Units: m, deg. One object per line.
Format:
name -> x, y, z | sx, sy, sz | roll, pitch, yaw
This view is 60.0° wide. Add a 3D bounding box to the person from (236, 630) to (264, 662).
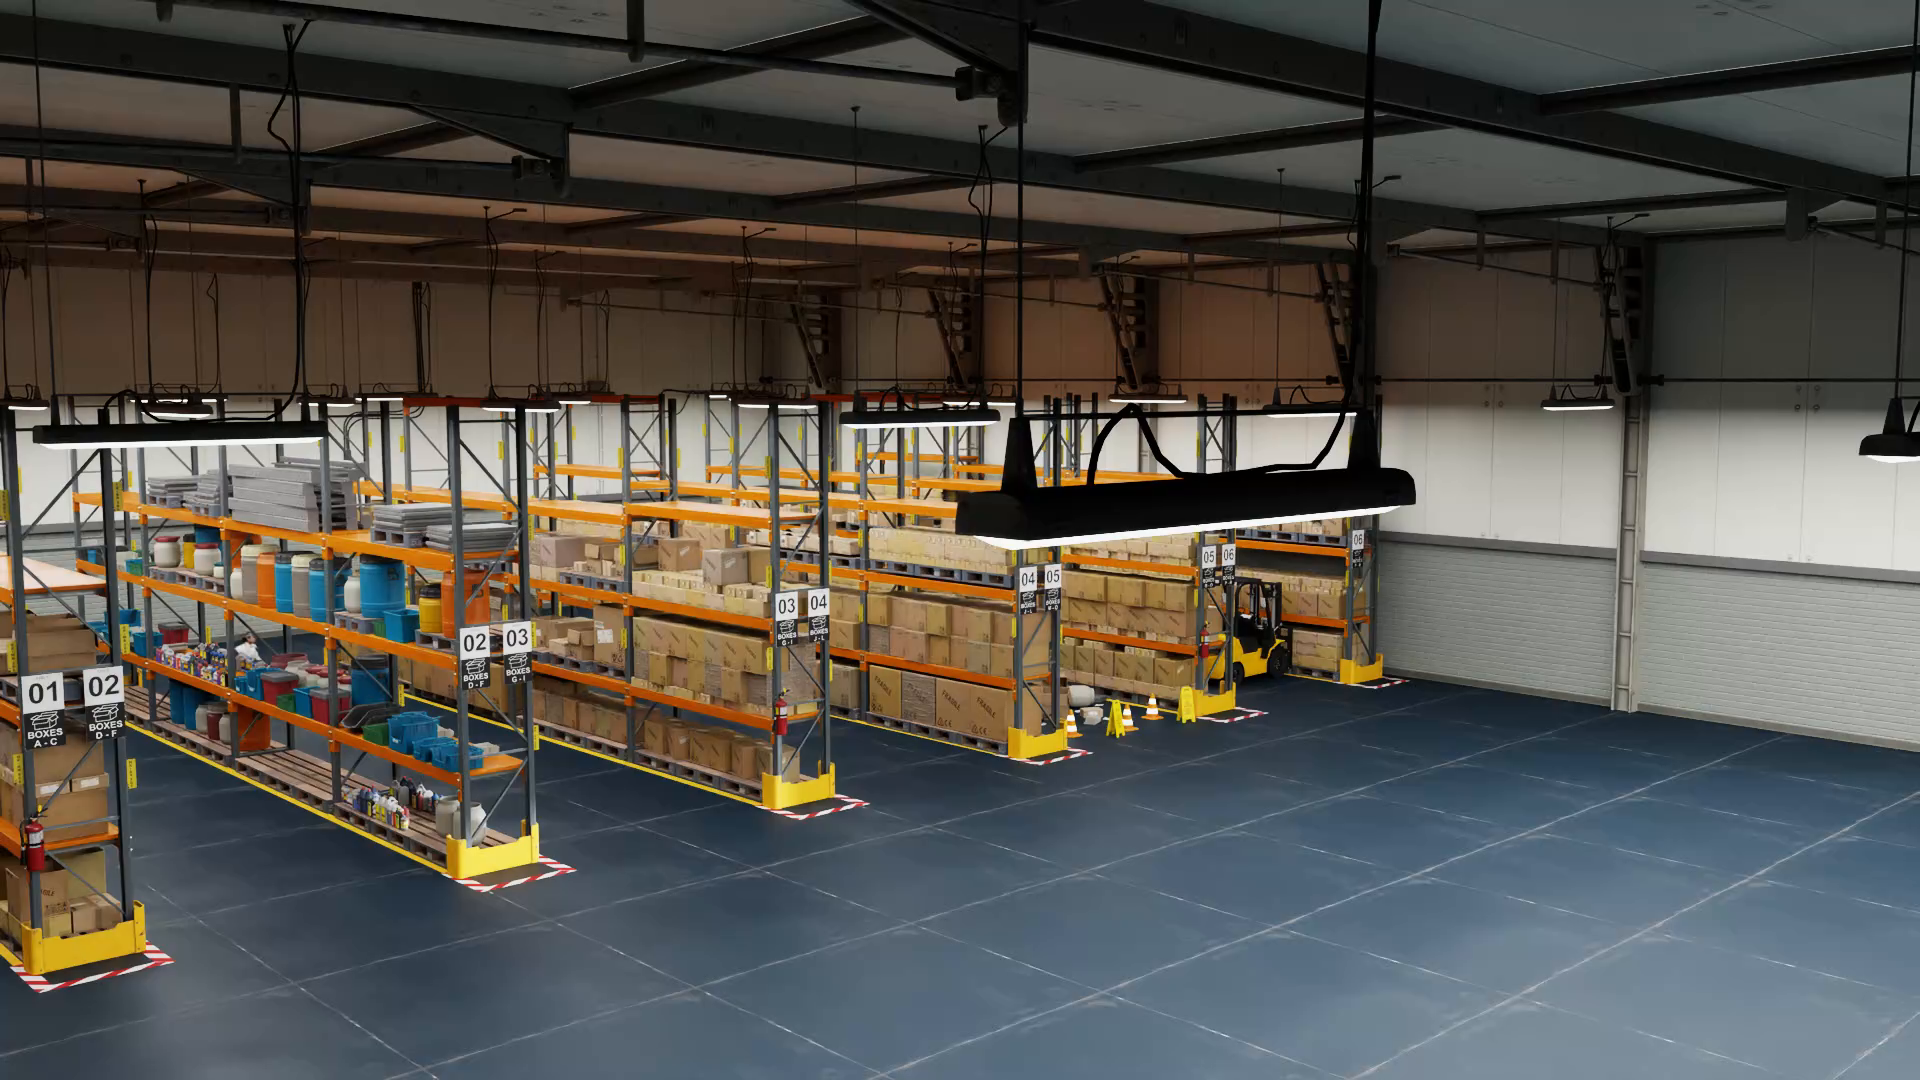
person -> -13.364, 2.507, 31.243 | 0.687, 1.669, 0.949 | -5, 8, -44
